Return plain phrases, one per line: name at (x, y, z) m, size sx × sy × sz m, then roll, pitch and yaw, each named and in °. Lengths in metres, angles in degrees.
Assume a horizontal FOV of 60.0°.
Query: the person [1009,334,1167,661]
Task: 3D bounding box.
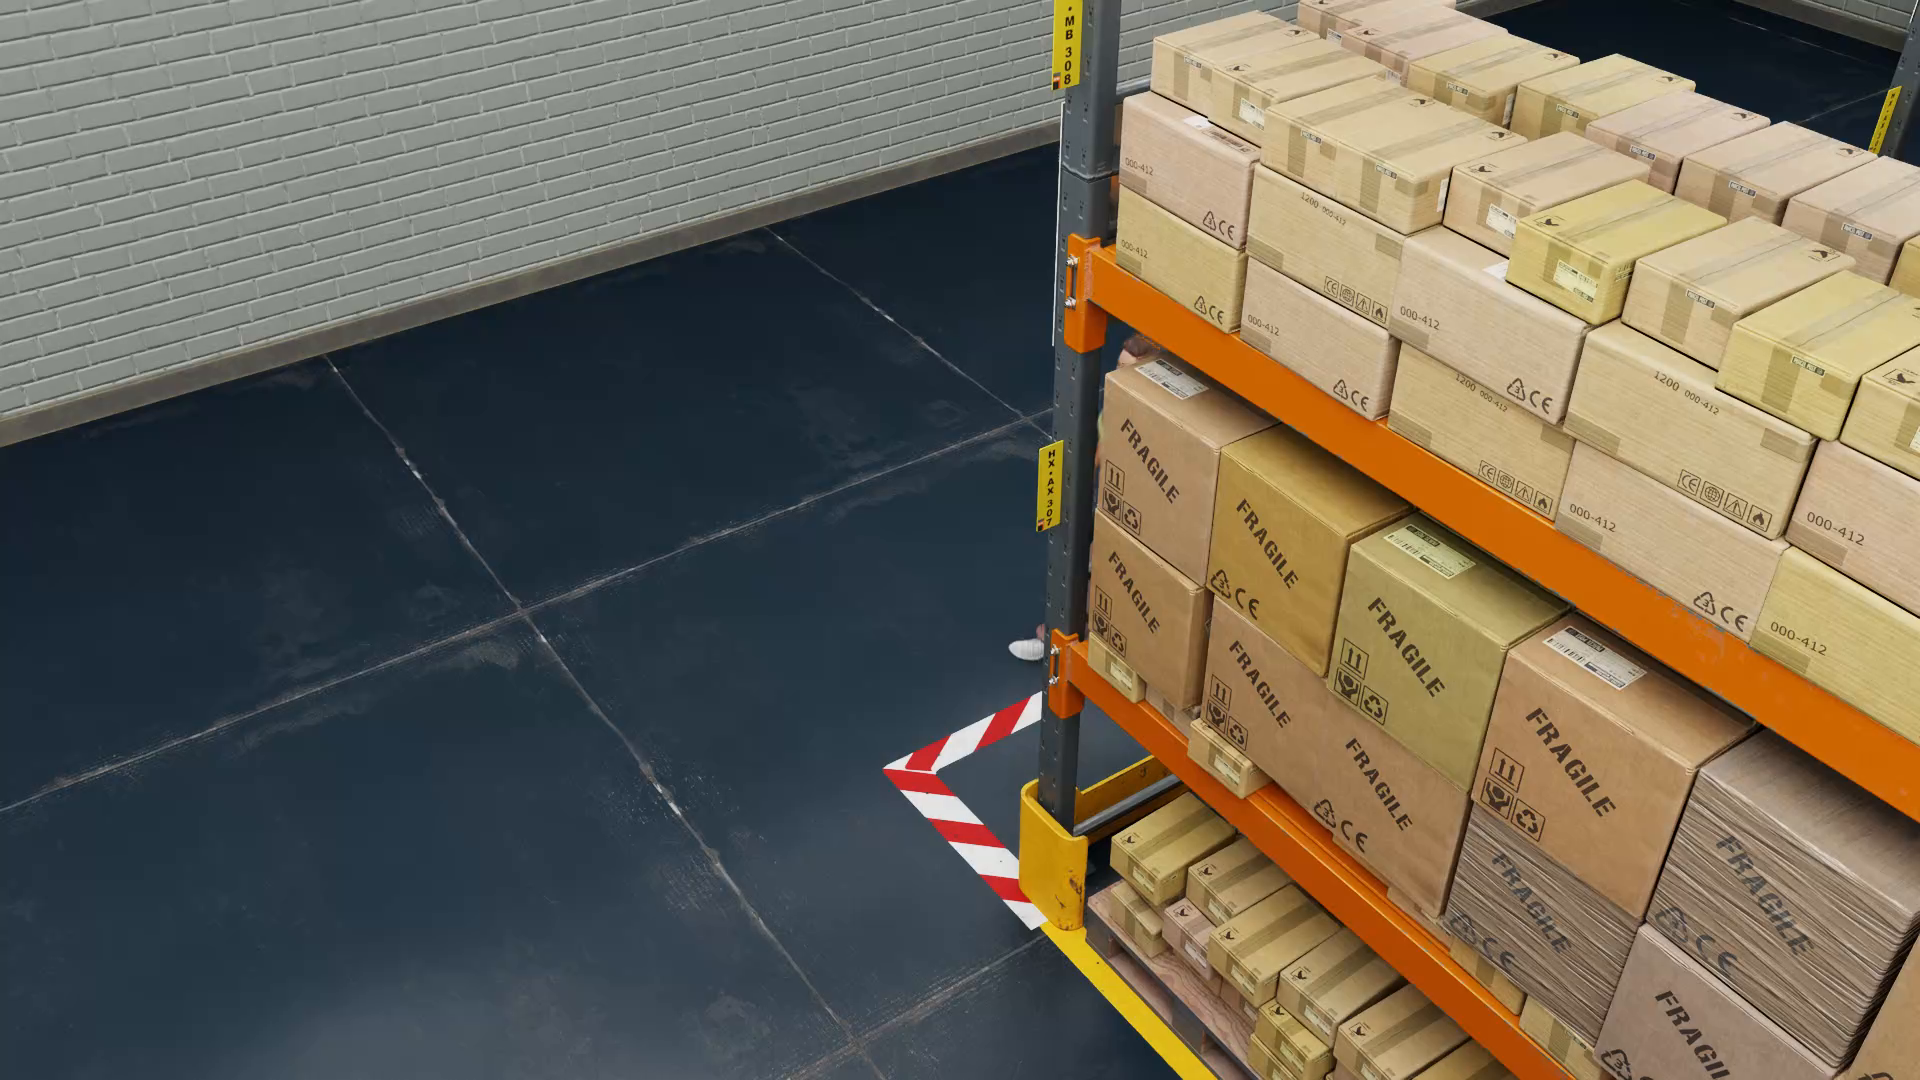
person at (0.741, -0.186, 7.264) m, size 1.064 × 1.616 × 0.443 m, roll -4°, pitch 37°, yaw -6°
